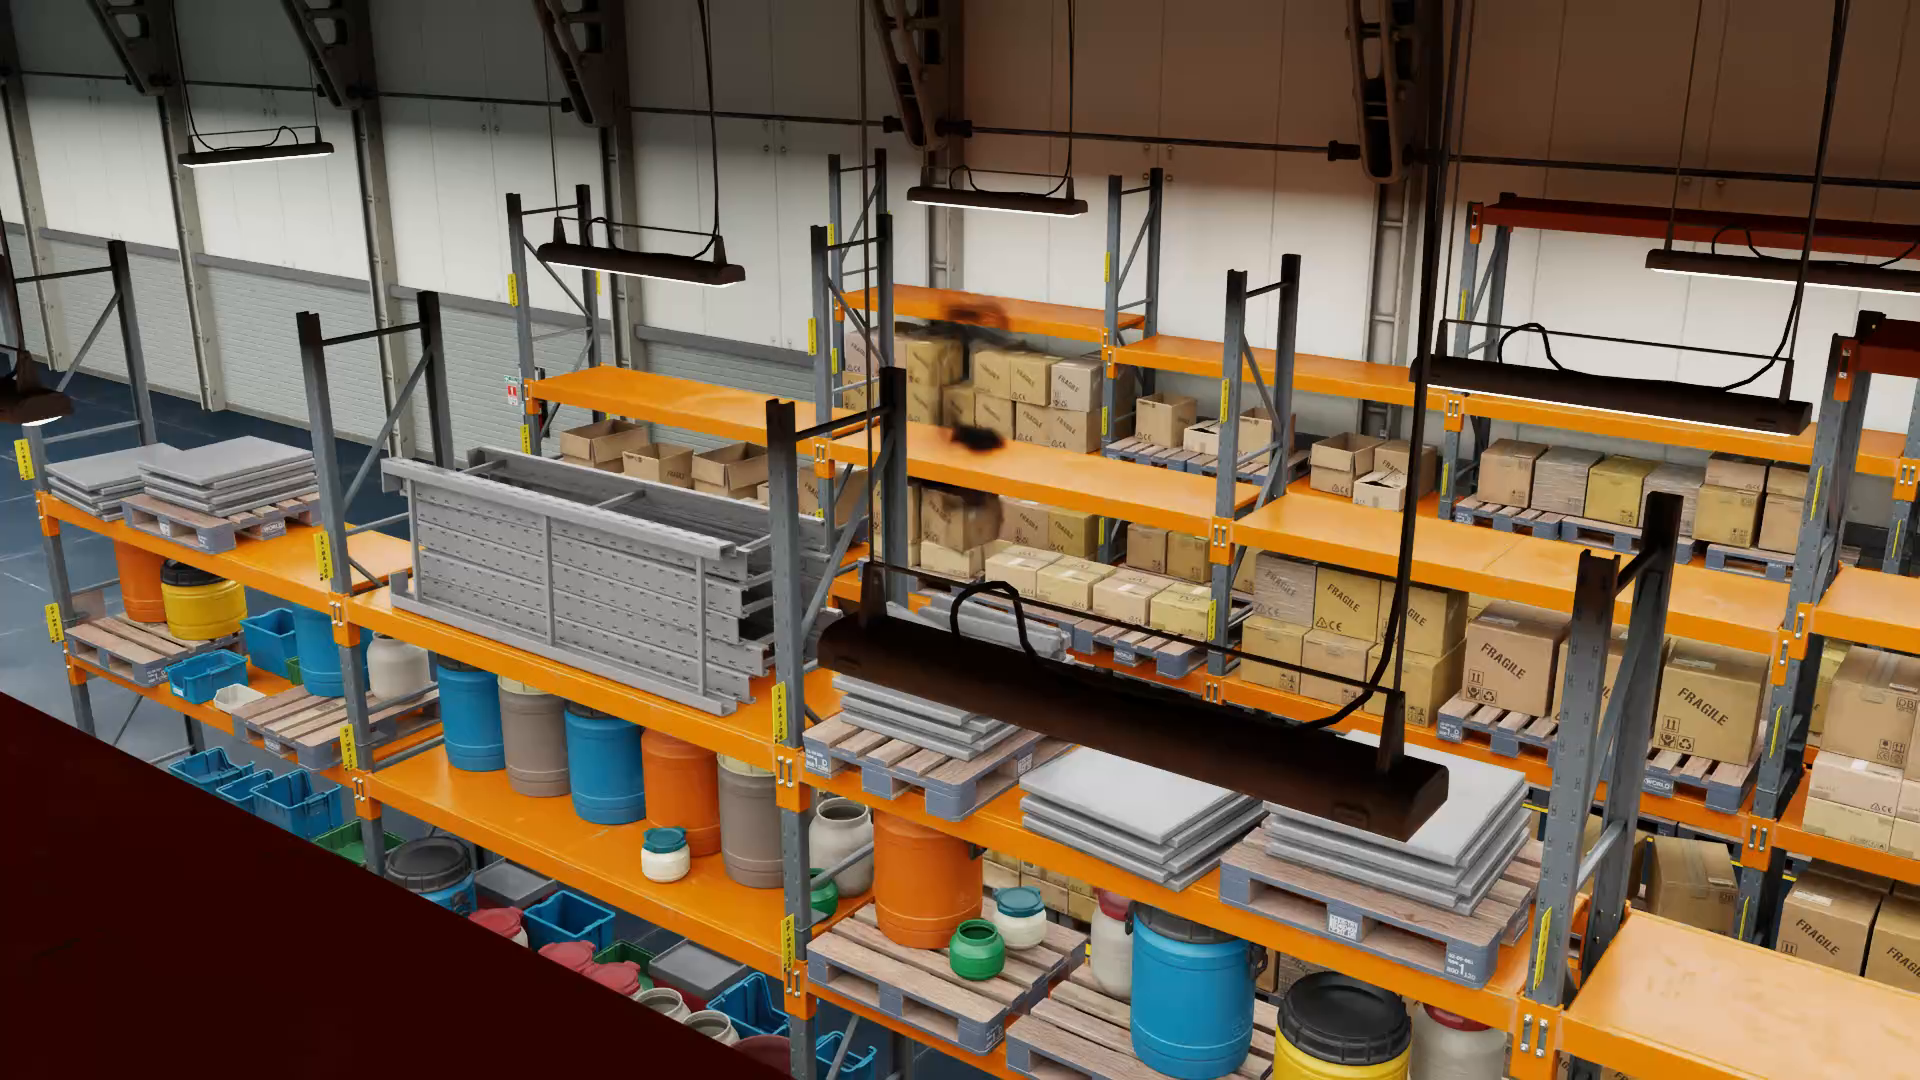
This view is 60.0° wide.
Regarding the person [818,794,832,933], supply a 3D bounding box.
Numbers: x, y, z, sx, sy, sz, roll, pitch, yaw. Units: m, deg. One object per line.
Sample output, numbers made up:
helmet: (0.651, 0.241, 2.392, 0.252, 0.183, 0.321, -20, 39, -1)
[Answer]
person: (-1.157, 3.038, 14.019, 0.638, 1.305, 0.580, 10, 21, 27)
